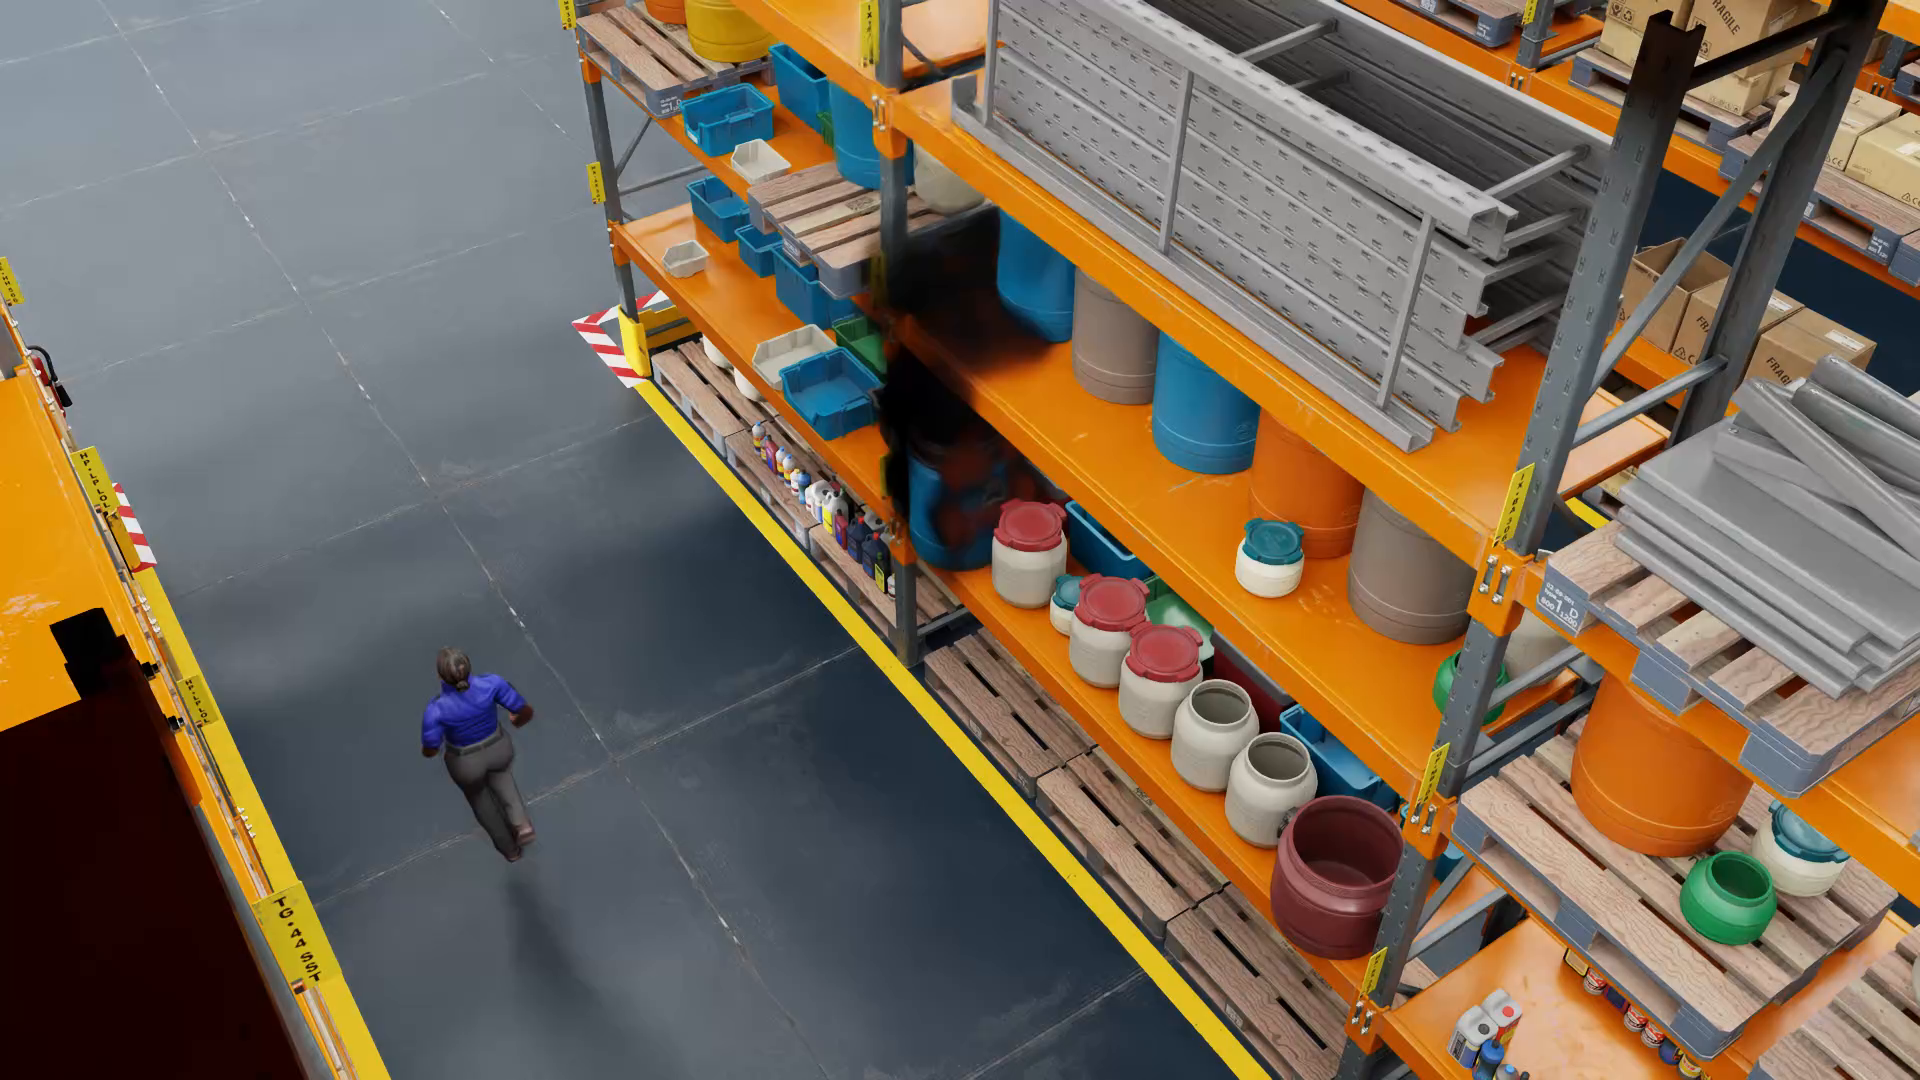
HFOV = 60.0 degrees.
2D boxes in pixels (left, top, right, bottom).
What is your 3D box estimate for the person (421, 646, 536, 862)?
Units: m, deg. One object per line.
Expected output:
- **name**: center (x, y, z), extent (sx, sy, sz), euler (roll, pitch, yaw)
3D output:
- **person**: center (-2.582, 1.136, 8.933), extent (0.586, 1.641, 0.504), euler (-27, 49, -26)
